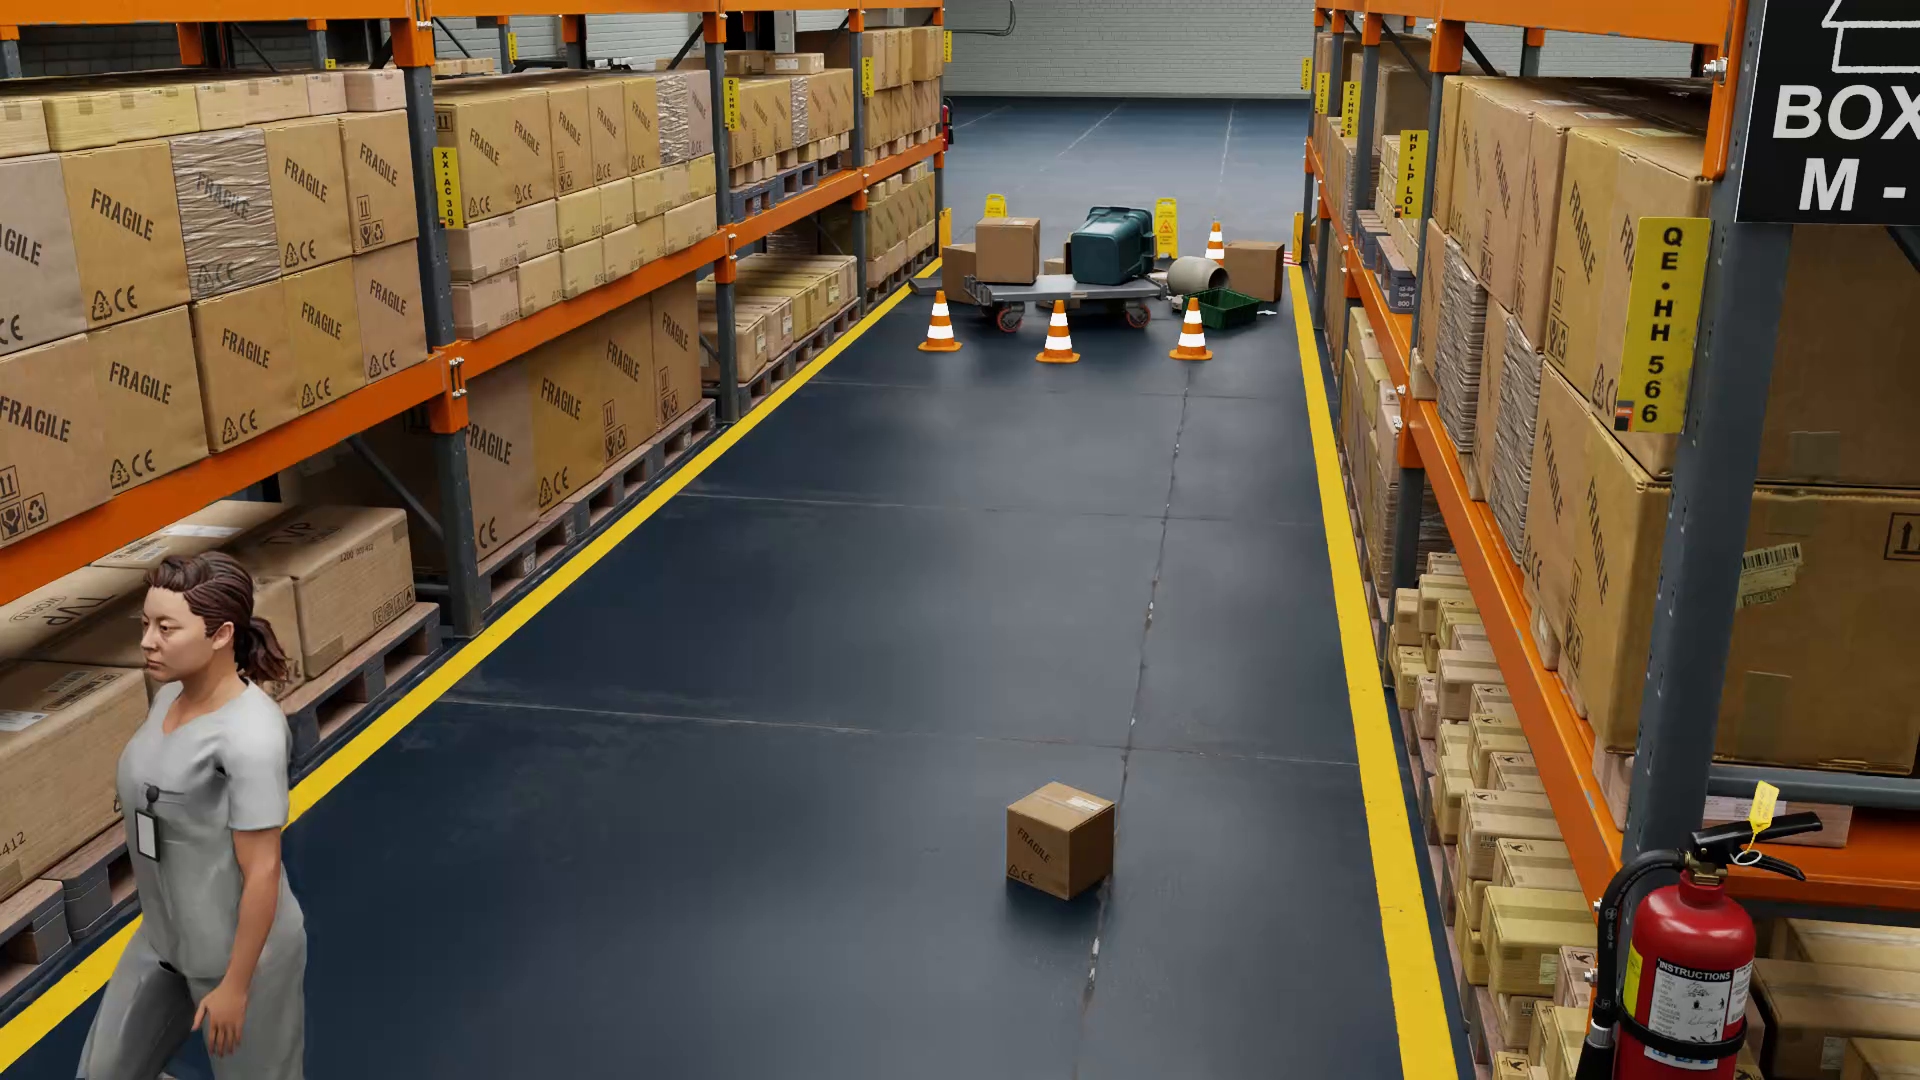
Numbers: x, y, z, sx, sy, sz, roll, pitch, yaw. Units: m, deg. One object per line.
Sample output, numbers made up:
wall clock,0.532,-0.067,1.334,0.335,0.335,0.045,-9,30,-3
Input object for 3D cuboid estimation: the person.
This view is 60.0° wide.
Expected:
person,-1.535,0.858,3.397,0.471,1.693,0.494,15,23,38
